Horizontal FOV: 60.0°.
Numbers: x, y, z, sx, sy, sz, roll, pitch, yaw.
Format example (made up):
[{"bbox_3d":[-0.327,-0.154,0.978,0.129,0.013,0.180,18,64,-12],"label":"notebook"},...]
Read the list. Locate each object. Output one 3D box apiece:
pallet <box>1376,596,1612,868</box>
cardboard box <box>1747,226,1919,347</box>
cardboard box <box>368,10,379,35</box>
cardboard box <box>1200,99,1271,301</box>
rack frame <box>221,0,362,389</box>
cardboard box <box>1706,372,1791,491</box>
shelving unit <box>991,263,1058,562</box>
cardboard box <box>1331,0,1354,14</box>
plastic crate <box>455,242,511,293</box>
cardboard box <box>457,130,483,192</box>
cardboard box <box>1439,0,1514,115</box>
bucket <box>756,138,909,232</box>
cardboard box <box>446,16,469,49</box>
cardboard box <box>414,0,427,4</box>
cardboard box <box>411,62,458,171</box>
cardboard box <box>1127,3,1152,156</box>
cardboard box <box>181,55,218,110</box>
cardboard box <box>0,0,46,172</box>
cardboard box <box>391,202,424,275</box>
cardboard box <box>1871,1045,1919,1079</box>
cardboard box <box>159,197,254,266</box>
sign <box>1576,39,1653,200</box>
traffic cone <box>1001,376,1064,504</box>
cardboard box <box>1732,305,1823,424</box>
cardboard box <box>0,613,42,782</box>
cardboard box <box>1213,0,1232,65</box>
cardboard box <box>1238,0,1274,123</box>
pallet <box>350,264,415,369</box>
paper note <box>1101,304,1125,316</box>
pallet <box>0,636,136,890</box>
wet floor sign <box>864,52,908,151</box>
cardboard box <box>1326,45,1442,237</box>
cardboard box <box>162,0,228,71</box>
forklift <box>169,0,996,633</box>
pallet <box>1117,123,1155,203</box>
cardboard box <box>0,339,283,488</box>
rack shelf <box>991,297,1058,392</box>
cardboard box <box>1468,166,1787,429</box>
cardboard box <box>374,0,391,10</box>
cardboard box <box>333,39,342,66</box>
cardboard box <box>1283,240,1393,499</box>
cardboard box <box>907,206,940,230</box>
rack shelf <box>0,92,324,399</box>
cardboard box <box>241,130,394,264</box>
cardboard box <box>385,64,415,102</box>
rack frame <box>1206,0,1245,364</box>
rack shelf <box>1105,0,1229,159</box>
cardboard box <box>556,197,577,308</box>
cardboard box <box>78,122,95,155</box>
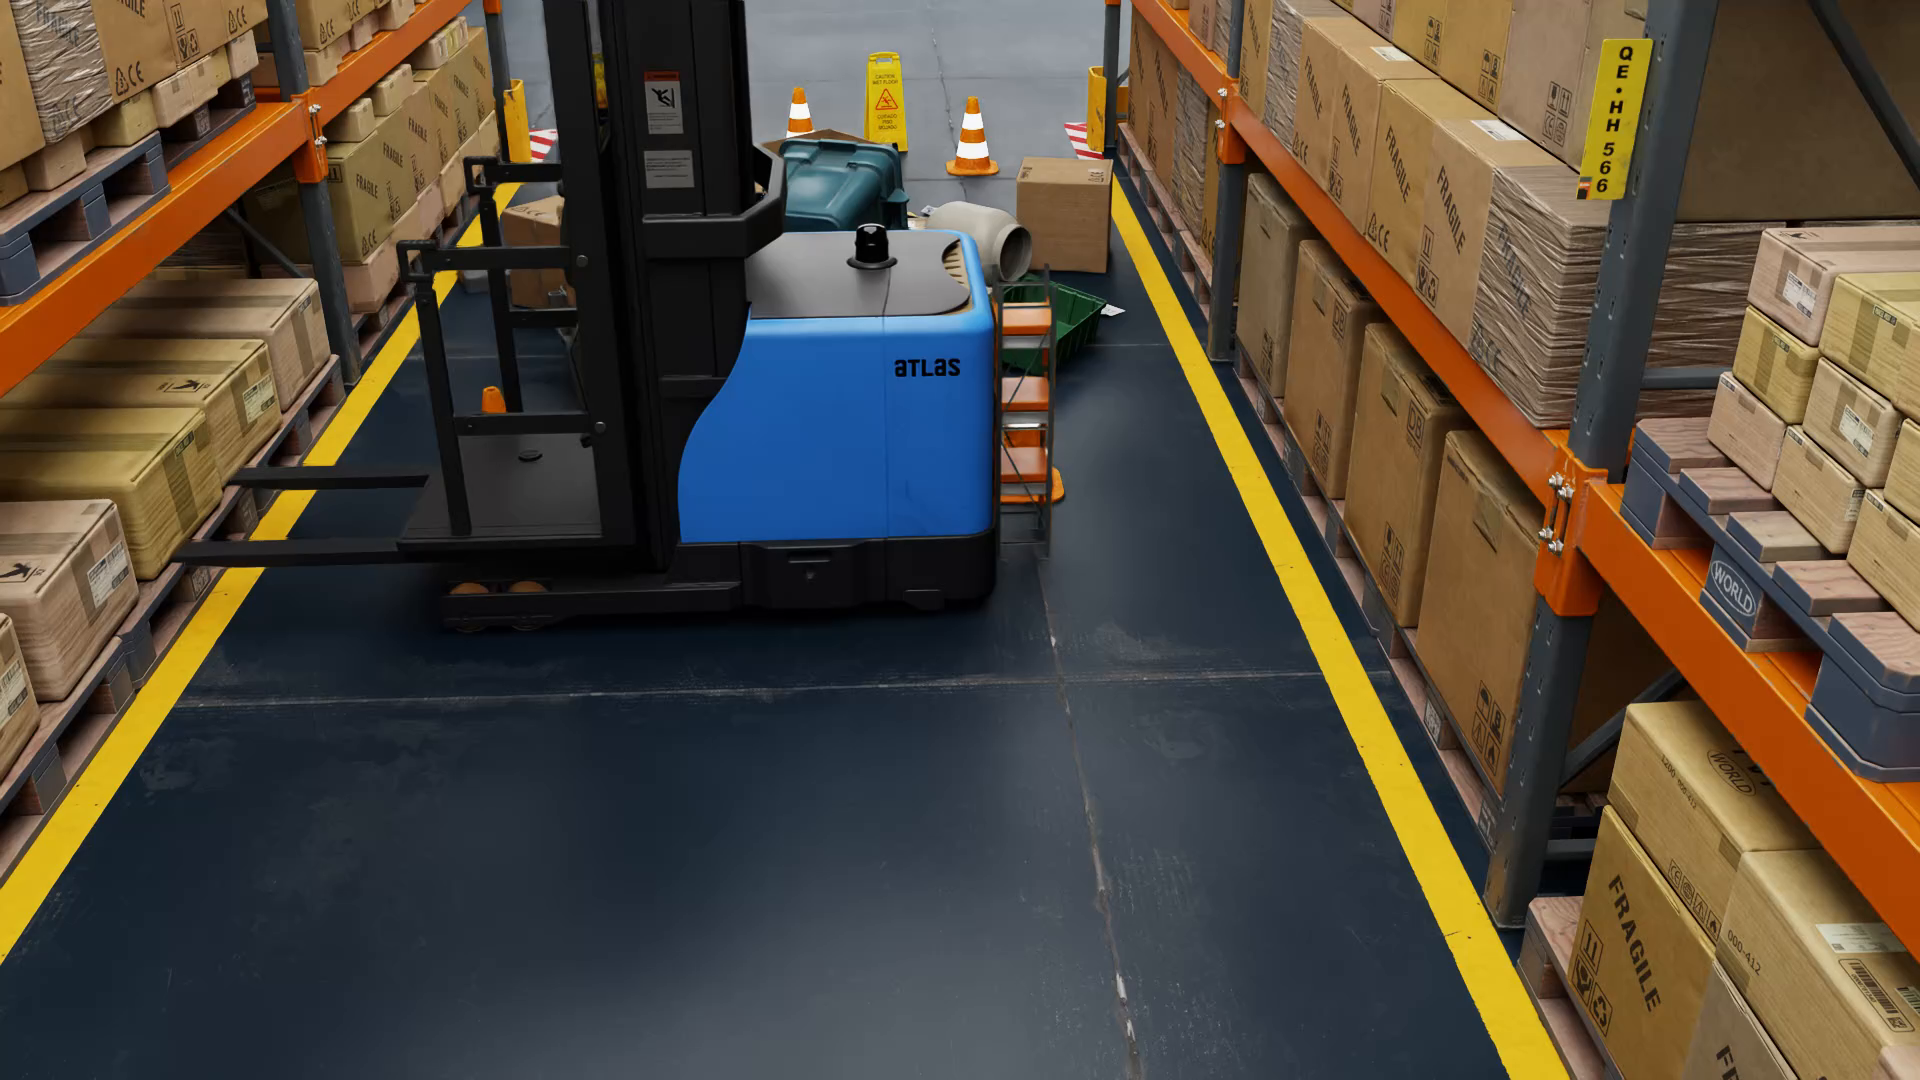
[{"bbox_3d":[1.922,0.514,5.036,1.003,0.211,1.213,-1,28,-3],"label":"pallet"},{"bbox_3d":[1.719,-0.475,3.091,0.380,0.149,0.250,-1,28,-3],"label":"cardboard box"},{"bbox_3d":[-3.088,-2.554,8.175,0.380,0.149,0.250,-2,28,-3],"label":"cardboard box"},{"bbox_3d":[1.716,-1.740,8.186,0.875,0.875,0.875,-1,28,-2],"label":"cardboard box"},{"bbox_3d":[-3.259,-2.037,6.913,1.000,3.000,0.127,-1,28,-3],"label":"rack frame"},{"bbox_3d":[1.710,-0.220,3.245,0.380,0.149,0.250,-2,28,-3],"label":"cardboard box"},{"bbox_3d":[0.221,-0.447,5.971,0.215,1.050,0.252,-2,28,-3],"label":"shelving unit"},{"bbox_3d":[1.740,-2.225,6.082,0.700,0.500,0.500,-2,28,-3],"label":"cardboard box"},{"bbox_3d":[-2.522,-1.488,9.016,0.402,0.080,0.583,-11,30,-20],"label":"plastic crate"},{"bbox_3d":[-3.138,-2.245,9.831,0.500,0.250,0.500,-1,28,-2],"label":"cardboard box"},{"bbox_3d":[1.818,-1.522,4.735,0.700,0.500,0.500,-2,28,-3],"label":"cardboard box"},{"bbox_3d":[-0.631,-1.433,7.650,0.726,0.611,0.620,8,39,15],"label":"bucket"},{"bbox_3d":[-3.079,-2.940,9.650,0.380,0.149,0.250,-1,28,-1],"label":"cardboard box"},{"bbox_3d":[-3.098,-3.017,9.062,0.380,0.149,0.250,-2,28,-3],"label":"cardboard box"},{"bbox_3d":[-3.116,-2.346,9.213,0.500,0.500,0.500,-2,28,-4],"label":"cardboard box"},{"bbox_3d":[1.572,-2.983,10.570,0.875,0.875,0.875,-1,28,-2],"label":"cardboard box"},{"bbox_3d":[-2.911,-1.641,5.970,0.380,0.149,0.250,-2,28,-3],"label":"cardboard box"},{"bbox_3d":[-2.911,-1.251,4.522,0.500,0.500,0.500,-1,28,-2],"label":"cardboard box"},{"bbox_3d":[-3.059,-1.530,8.458,0.500,0.250,0.500,0,28,0],"label":"cardboard box"},{"bbox_3d":[1.722,1.021,2.487,0.500,0.250,0.500,-1,28,-2],"label":"cardboard box"},{"bbox_3d":[-3.558,-1.604,7.789,0.500,0.500,0.500,-2,28,-3],"label":"cardboard box"},{"bbox_3d":[1.334,-0.855,3.393,0.100,0.325,0.005,-1,28,-3],"label":"sign"},{"bbox_3d":[0.241,-0.423,6.561,0.336,0.463,0.334,-1,28,-3],"label":"traffic cone"},{"bbox_3d":[1.713,-0.335,3.144,0.380,0.149,0.250,0,28,0],"label":"cardboard box"},{"bbox_3d":[-3.070,0.528,4.382,0.950,0.372,0.625,-3,28,-6],"label":"cardboard box"},{"bbox_3d":[1.648,-2.440,7.523,0.875,0.550,0.550,-1,28,-3],"label":"cardboard box"},{"bbox_3d":[1.438,-1.998,6.730,0.500,0.500,0.500,-1,28,-2],"label":"cardboard box"},{"bbox_3d":[-3.329,-1.110,8.150,1.003,0.211,1.213,-1,28,-3],"label":"pallet"},{"bbox_3d":[0.740,-1.176,8.471,0.147,0.020,0.142,-23,35,-37],"label":"paper note"},{"bbox_3d":[-3.089,0.685,4.708,1.003,0.211,1.213,-1,28,-3],"label":"pallet"},{"bbox_3d":[-0.509,-2.972,11.251,0.267,0.644,0.232,-6,28,-11],"label":"wet floor sign"},{"bbox_3d":[1.515,-1.300,5.391,0.500,0.500,0.500,-1,28,-2],"label":"cardboard box"},{"bbox_3d":[-2.979,-1.963,5.886,0.500,0.500,0.500,-1,28,-2],"label":"cardboard box"},{"bbox_3d":[-1.414,-1.237,5.453,3.031,2.935,1.130,-2,28,-3],"label":"forklift"},{"bbox_3d":[1.590,-2.447,10.713,1.003,0.211,1.213,-1,28,-3],"label":"pallet"},{"bbox_3d":[-3.188,-0.484,6.322,0.950,0.372,0.625,0,28,1],"label":"cardboard box"},{"bbox_3d":[0.221,-0.689,5.845,0.215,0.259,0.240,-2,28,-3],"label":"rack shelf"},{"bbox_3d":[1.596,-0.602,4.053,0.500,0.500,0.500,-1,28,-3],"label":"cardboard box"},{"bbox_3d":[-3.066,-2.887,8.112,0.500,0.500,0.500,-2,28,-3],"label":"cardboard box"},{"bbox_3d":[-3.020,-2.195,7.486,0.380,0.149,0.250,-1,28,-1],"label":"cardboard box"},{"bbox_3d":[1.848,-0.662,6.255,1.050,0.750,0.750,-1,28,-3],"label":"cardboard box"},{"bbox_3d":[-0.250,-1.741,9.300,0.396,0.266,0.258,3,28,6],"label":"cardboard box"},{"bbox_3d":[-3.155,-0.795,5.308,1.077,0.370,4.000,-1,28,-3],"label":"rack shelf"},{"bbox_3d":[-3.020,-1.616,7.813,0.500,0.500,0.500,0,28,0],"label":"cardboard box"},{"bbox_3d":[-3.012,-2.324,8.469,0.380,0.149,0.250,0,28,0],"label":"cardboard box"},{"bbox_3d":[1.679,-2.204,7.231,1.000,3.000,0.127,-1,28,-3],"label":"rack frame"},{"bbox_3d":[1.575,-2.808,9.168,1.077,0.370,4.000,-1,28,-3],"label":"rack shelf"},{"bbox_3d":[-1.483,-1.322,7.424,0.500,0.500,0.500,-1,28,-3],"label":"cardboard box"},{"bbox_3d":[-3.006,-1.286,5.289,0.380,0.149,0.250,-2,28,-4],"label":"cardboard box"}]
